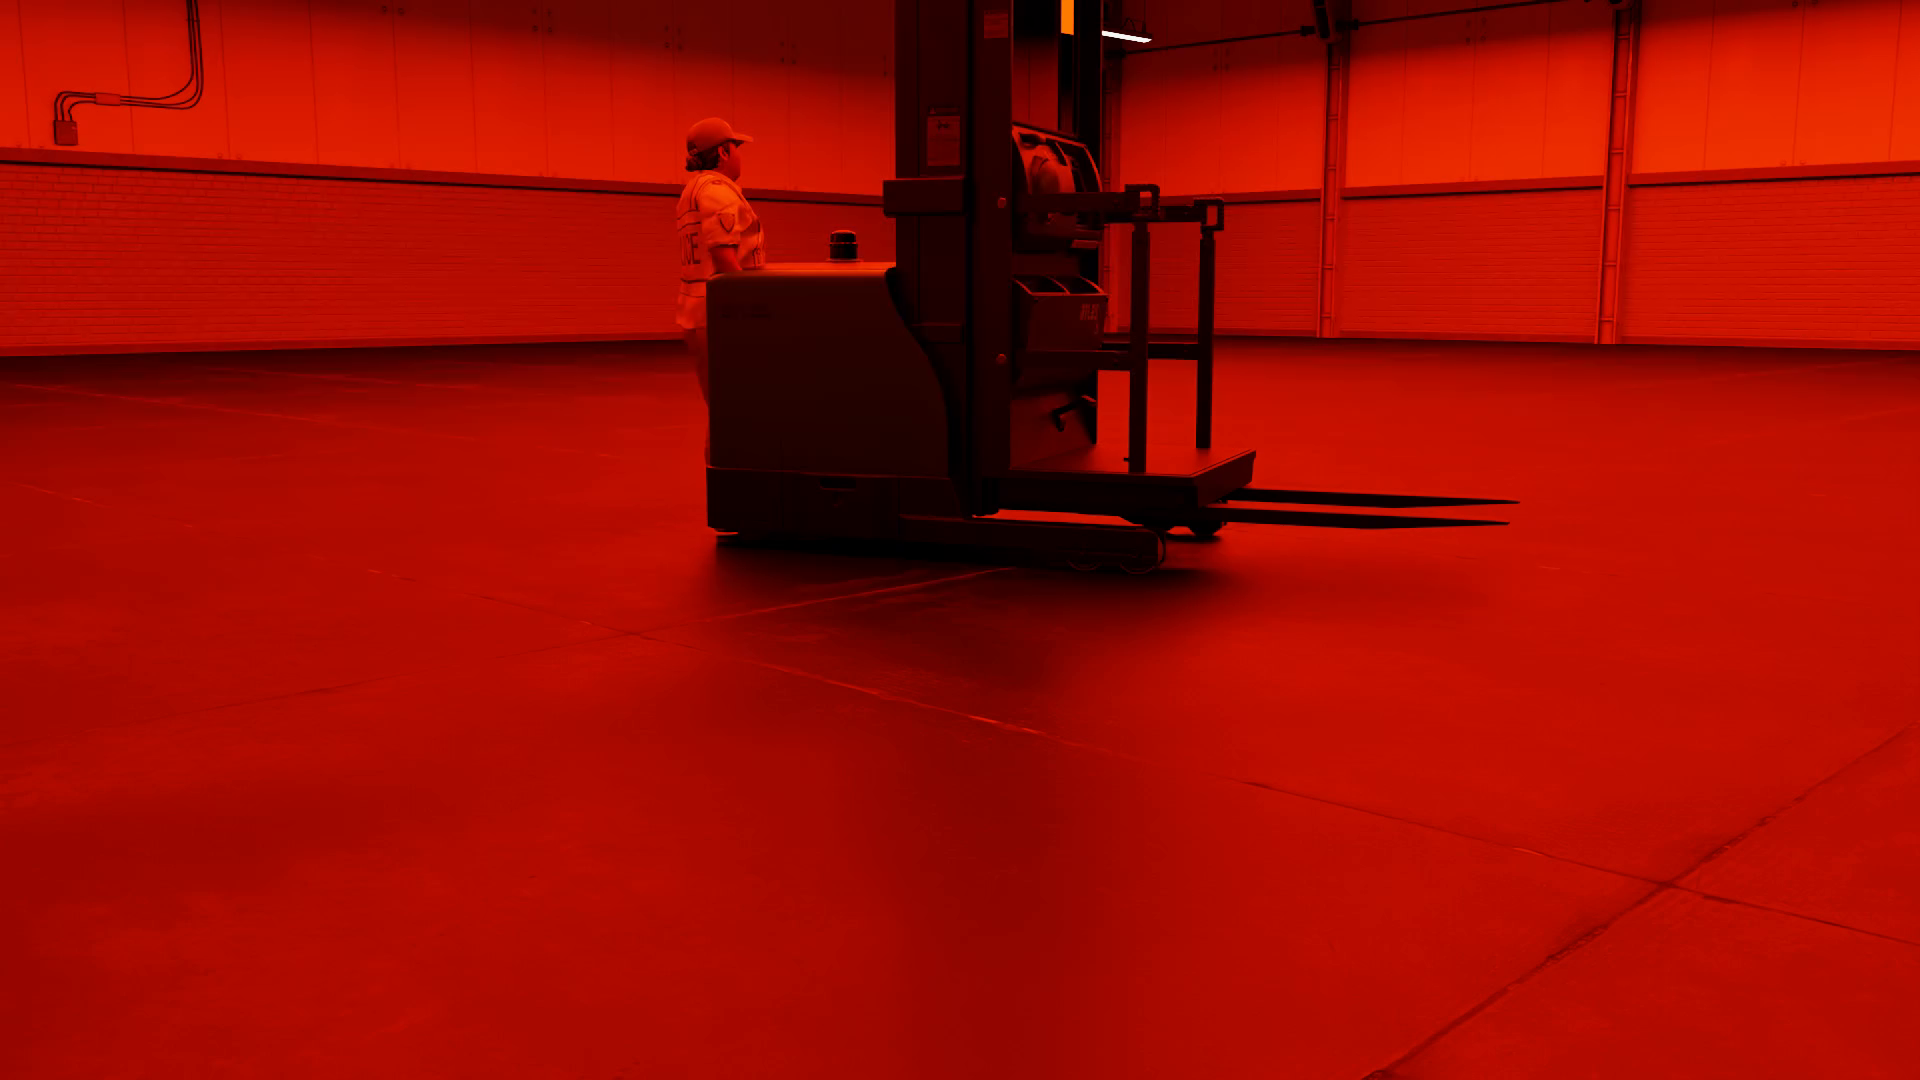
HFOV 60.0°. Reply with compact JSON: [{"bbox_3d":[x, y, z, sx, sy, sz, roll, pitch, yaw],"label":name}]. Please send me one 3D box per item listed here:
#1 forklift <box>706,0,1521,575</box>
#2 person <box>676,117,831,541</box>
[{"bbox_3d":[0.565,-1.416,6.275,3.031,2.935,1.130,3,9,22],"label":"forklift"},{"bbox_3d":[-0.855,-0.849,6.712,0.529,1.670,0.598,-4,9,-25],"label":"person"}]
